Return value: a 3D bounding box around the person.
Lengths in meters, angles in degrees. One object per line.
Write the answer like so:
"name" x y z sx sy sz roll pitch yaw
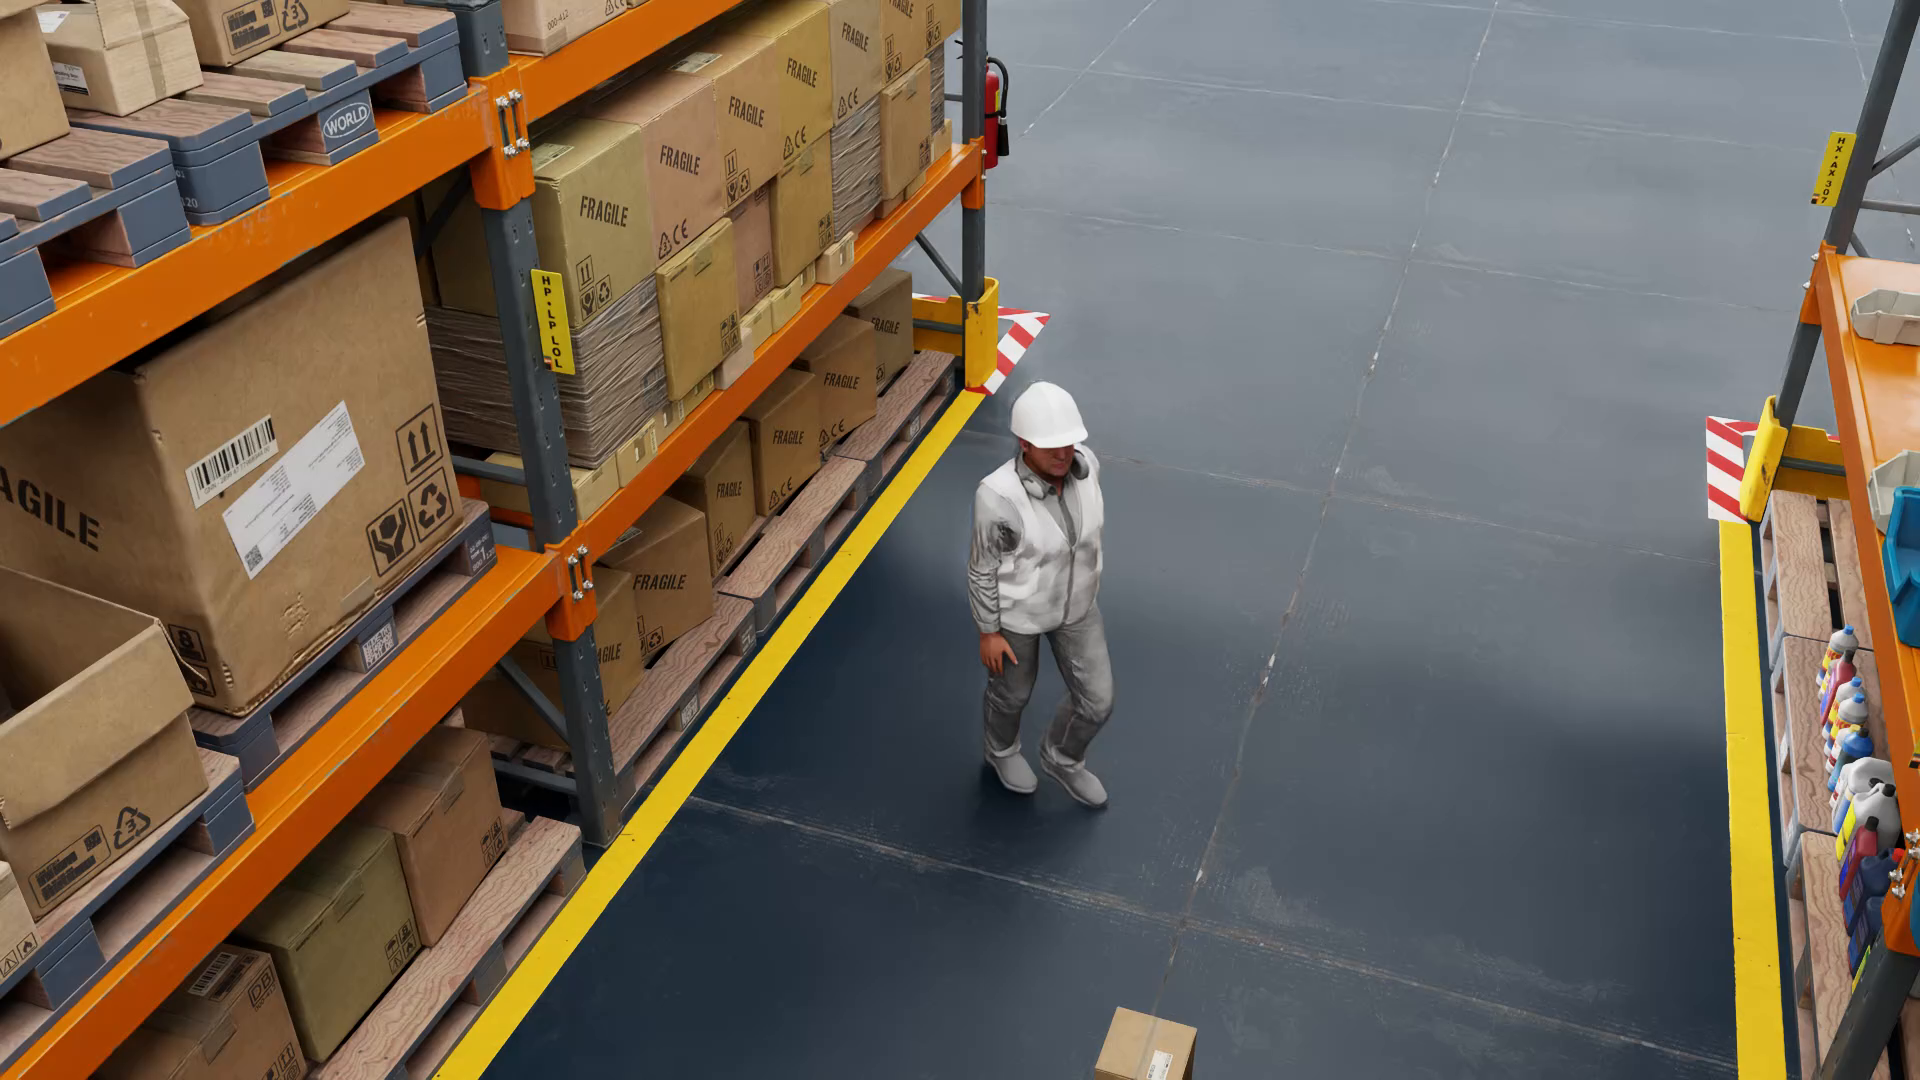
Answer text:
"person" 0.246 0.215 5.775 0.563 1.778 0.553 -18 37 -25
